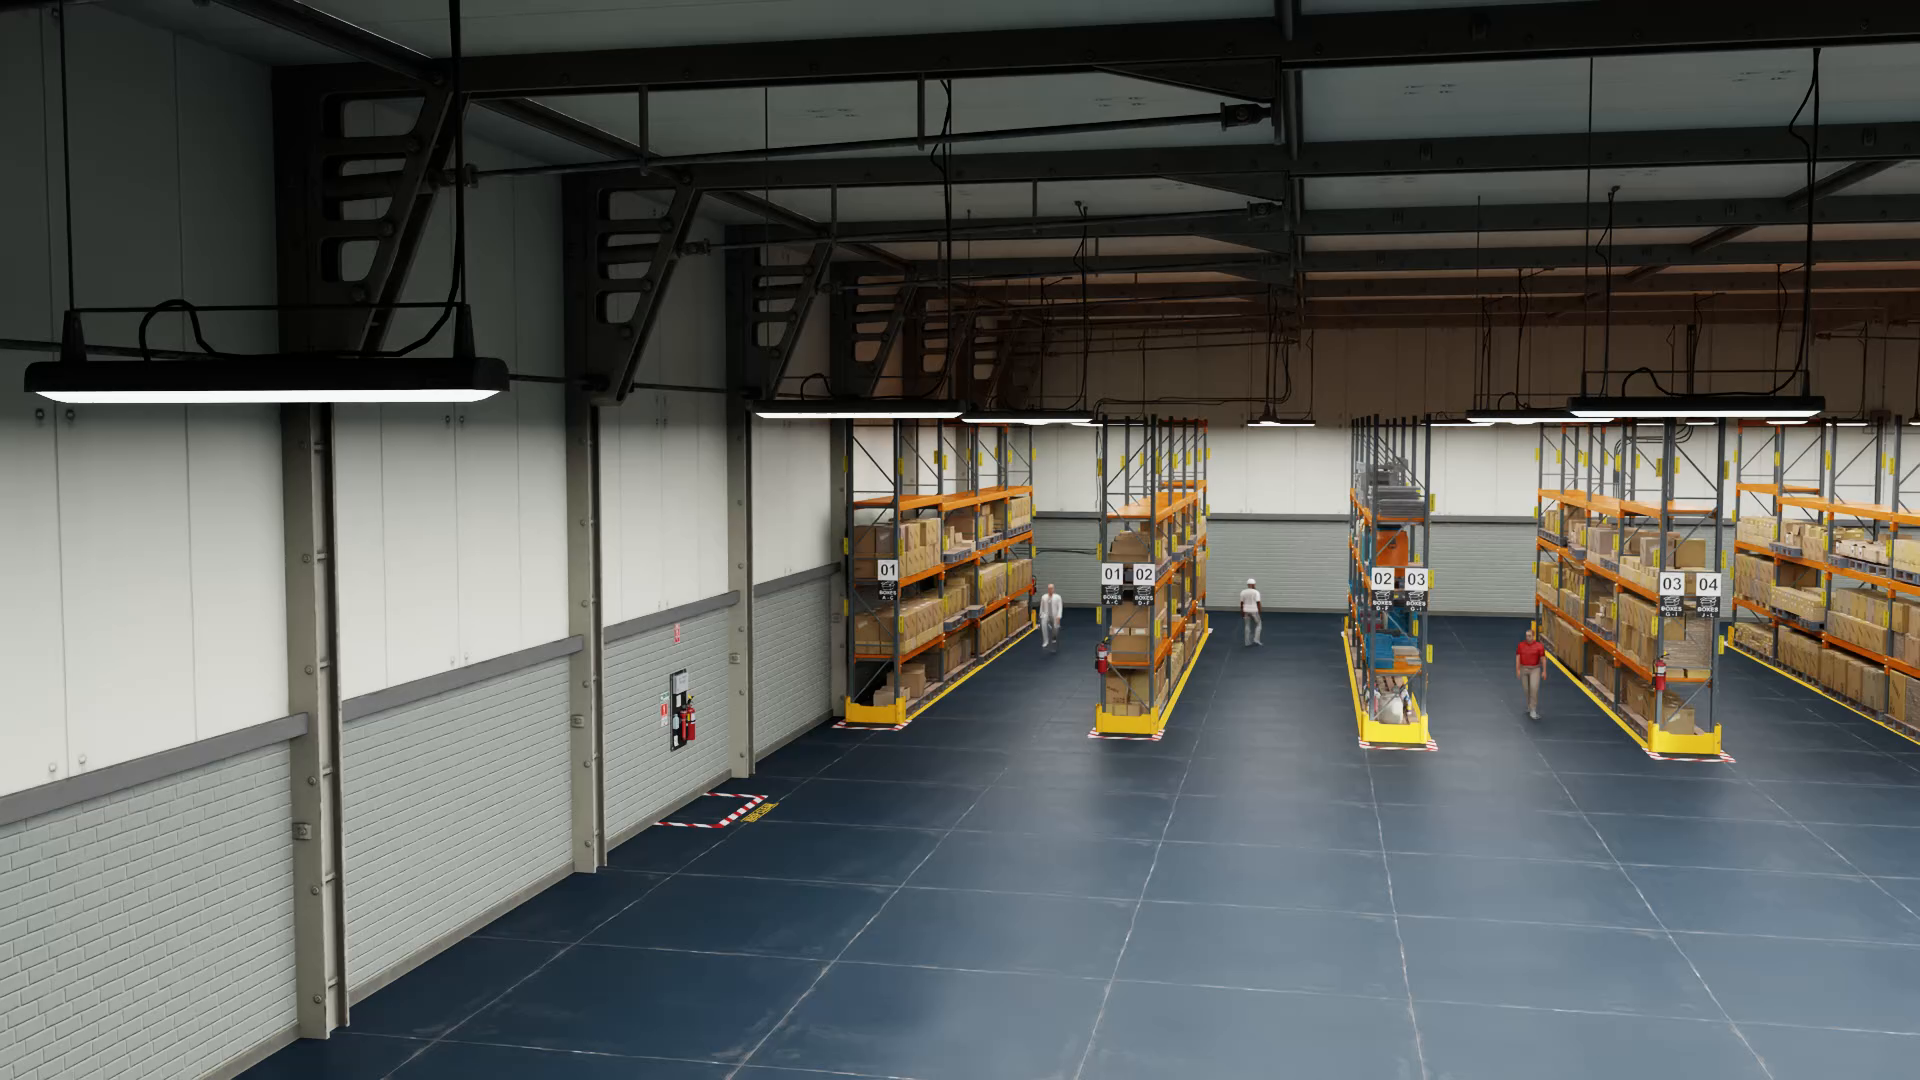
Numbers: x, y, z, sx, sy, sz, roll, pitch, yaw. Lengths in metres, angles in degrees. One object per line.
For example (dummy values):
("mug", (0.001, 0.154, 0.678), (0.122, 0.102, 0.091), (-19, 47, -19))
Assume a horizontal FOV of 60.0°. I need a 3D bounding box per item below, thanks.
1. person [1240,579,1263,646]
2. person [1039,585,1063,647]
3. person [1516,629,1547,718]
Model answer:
("person", (7.695, 1.910, 43.921), (0.635, 1.752, 0.477), (2, 4, 30))
("person", (2.302, 1.892, 42.075), (0.589, 1.523, 1.108), (0, 4, 3))
("person", (11.394, 2.637, 33.272), (0.592, 1.689, 0.885), (3, 5, 39))
